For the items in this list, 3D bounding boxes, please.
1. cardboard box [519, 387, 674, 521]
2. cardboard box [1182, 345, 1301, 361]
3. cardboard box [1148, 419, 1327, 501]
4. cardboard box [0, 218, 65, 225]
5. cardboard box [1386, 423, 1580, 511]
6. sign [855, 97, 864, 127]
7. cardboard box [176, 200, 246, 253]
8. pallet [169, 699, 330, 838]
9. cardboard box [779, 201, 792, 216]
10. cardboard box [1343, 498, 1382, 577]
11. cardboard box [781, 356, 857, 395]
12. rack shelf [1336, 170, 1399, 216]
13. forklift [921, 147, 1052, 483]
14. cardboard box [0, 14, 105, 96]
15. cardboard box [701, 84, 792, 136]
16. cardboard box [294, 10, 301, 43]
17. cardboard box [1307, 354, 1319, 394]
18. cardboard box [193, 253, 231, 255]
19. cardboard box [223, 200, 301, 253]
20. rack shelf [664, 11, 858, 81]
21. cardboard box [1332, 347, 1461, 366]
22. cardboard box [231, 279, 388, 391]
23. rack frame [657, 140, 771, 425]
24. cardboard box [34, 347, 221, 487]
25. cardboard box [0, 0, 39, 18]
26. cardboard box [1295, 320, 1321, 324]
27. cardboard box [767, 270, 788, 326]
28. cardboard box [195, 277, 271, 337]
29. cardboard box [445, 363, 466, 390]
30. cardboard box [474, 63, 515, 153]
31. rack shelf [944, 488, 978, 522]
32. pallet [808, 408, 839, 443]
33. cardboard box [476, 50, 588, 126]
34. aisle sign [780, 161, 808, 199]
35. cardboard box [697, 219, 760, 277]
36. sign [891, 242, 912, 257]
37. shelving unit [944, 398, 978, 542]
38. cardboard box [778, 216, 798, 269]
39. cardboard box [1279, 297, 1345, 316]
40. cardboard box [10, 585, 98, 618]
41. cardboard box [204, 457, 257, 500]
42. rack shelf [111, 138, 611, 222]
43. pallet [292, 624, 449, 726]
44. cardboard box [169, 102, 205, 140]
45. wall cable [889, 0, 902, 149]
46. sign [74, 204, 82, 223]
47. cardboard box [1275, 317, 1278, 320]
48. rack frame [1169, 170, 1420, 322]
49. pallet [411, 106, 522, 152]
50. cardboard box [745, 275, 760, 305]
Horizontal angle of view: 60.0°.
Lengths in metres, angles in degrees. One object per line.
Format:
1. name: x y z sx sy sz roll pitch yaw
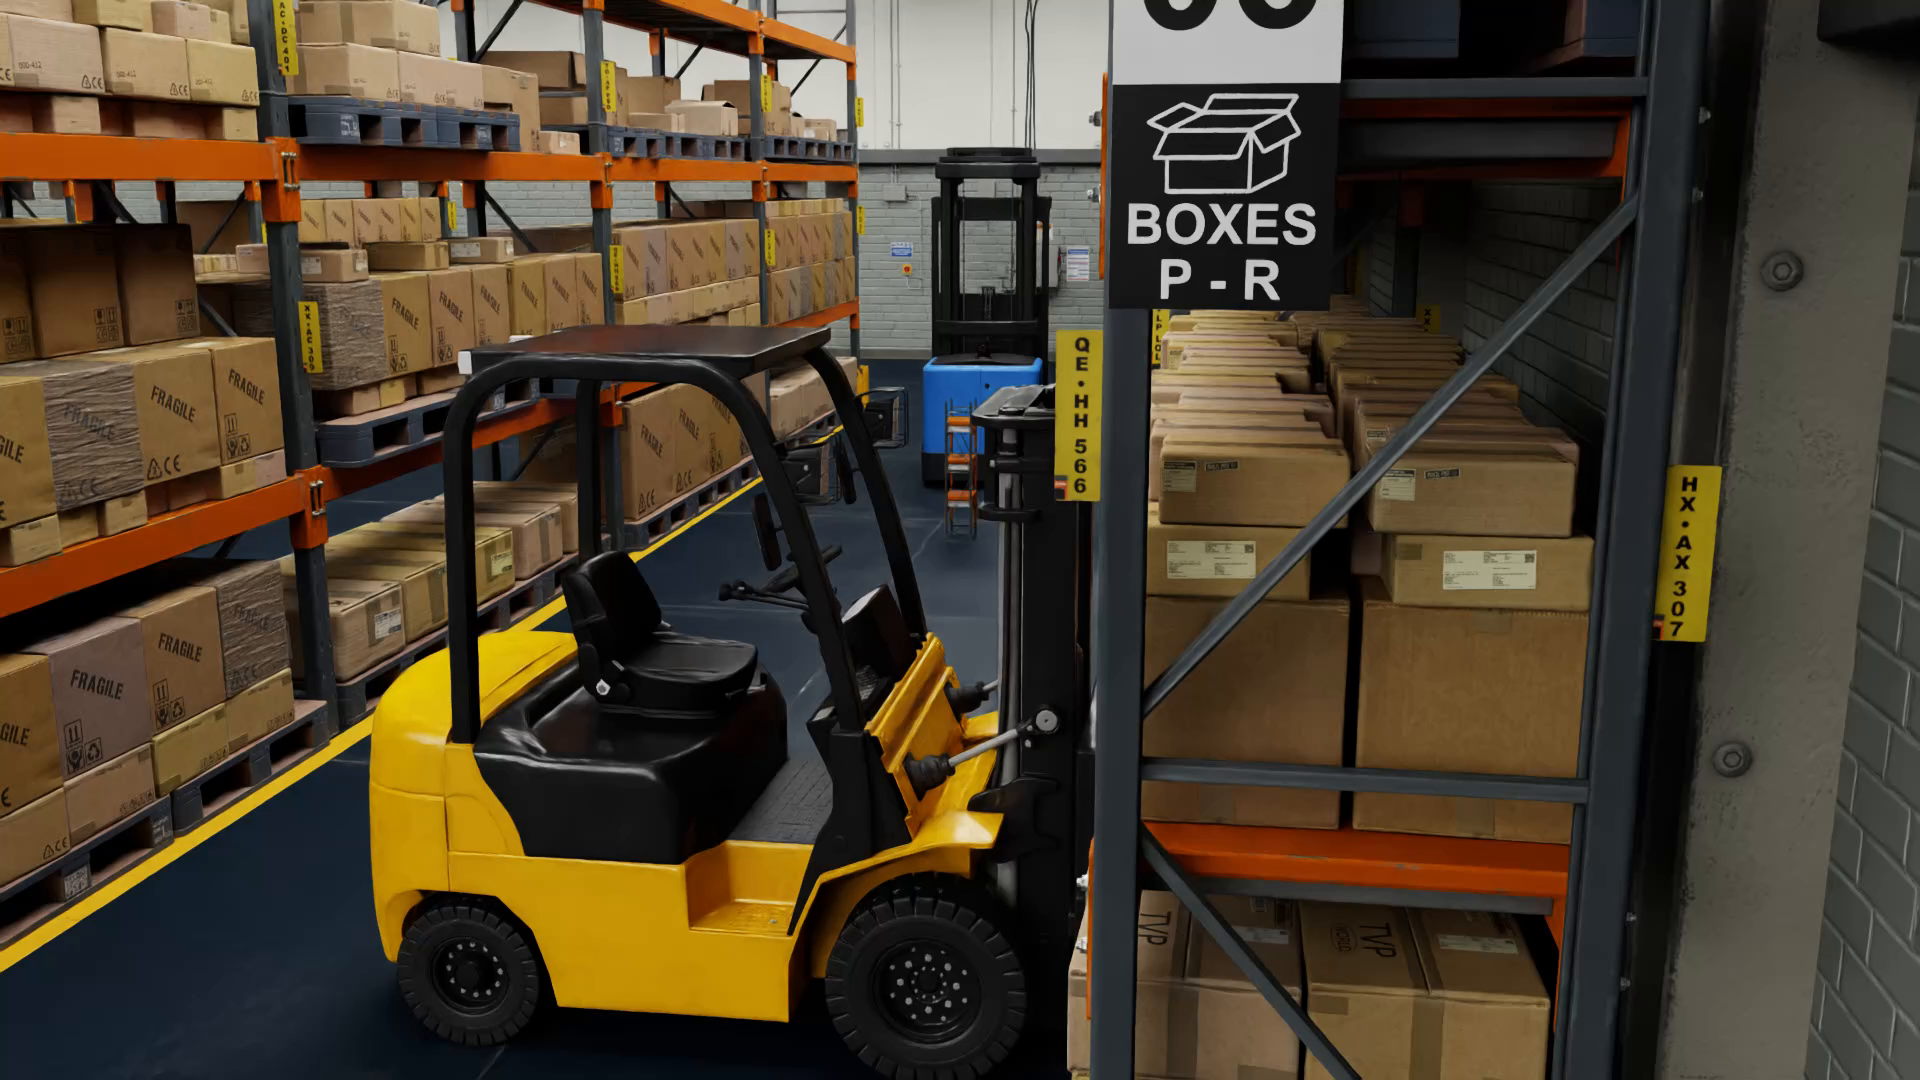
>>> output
1. cardboard box: -2.722 -0.665 12.506 0.875 0.875 0.875 2 12 8
2. cardboard box: 0.918 -0.549 5.436 0.380 0.149 0.250 2 12 8
3. cardboard box: 0.618 -0.177 3.712 0.380 0.149 0.250 2 12 9
4. cardboard box: -11.288 -3.673 20.284 0.500 0.500 0.500 2 12 9
5. cardboard box: 1.130 -0.160 3.631 0.380 0.149 0.250 2 12 11
6. sign: -1.146 -4.863 18.903 0.100 0.325 0.005 2 12 9
7. cardboard box: -7.397 -3.119 16.529 0.500 0.500 0.500 1 12 7
8. pallet: -3.594 0.979 7.448 1.003 0.211 1.213 2 12 9
9. cardboard box: -1.870 -3.260 16.351 0.380 0.149 0.250 2 12 8
10. cardboard box: 1.048 -0.014 3.659 0.380 0.149 0.250 2 12 9
11. cardboard box: -1.683 -1.835 18.972 0.875 0.438 0.875 1 12 7
12. rack shelf: 1.687 -1.896 8.757 1.077 0.370 4.000 2 12 9
13. forklift: 0.302 -2.197 15.731 1.130 2.935 3.031 1 12 5
14. cardboard box: -3.497 -1.752 6.031 0.500 0.250 0.500 2 12 8
15. cardboard box: -2.120 -4.243 16.461 0.797 0.503 0.637 3 12 13
16. cardboard box: -3.427 -2.705 8.979 0.500 0.250 0.500 2 12 10
17. cardboard box: 1.584 -0.655 6.637 0.380 0.149 0.250 2 12 8
18. cardboard box: -7.407 -2.633 16.650 0.500 0.500 0.500 2 12 9
19. cardboard box: -6.892 -3.098 16.434 0.500 0.500 0.500 2 12 10
20. rack shelf: -1.988 -4.992 16.953 1.077 0.370 4.000 2 12 9
21. cardboard box: 1.400 -0.534 5.369 0.380 0.149 0.250 2 12 8
22. cardboard box: -3.170 -1.013 8.132 0.500 0.500 0.500 2 12 10
23. rack frame: -2.295 -2.190 15.535 1.000 3.000 0.127 2 12 9
24. cardboard box: -3.421 -0.511 6.801 0.500 0.500 0.500 2 12 11
25. cardboard box: -3.492 -1.913 5.832 0.380 0.149 0.250 2 12 9
26. cardboard box: 1.860 -1.008 8.273 0.380 0.149 0.250 2 12 9
27. cardboard box: -1.964 -2.328 15.939 0.500 0.500 0.500 2 12 11
28. cardboard box: -3.681 -1.028 8.203 0.500 0.500 0.500 2 12 8
29. cardboard box: -2.993 -0.929 9.282 0.380 0.149 0.250 2 12 9
30. cardboard box: -3.117 -2.556 9.867 0.797 0.503 0.637 2 12 9
31. rack shelf: 0.008 -0.242 12.495 0.215 0.259 0.240 2 12 9
32. pallet: -1.916 -1.237 17.734 1.003 0.211 1.213 2 12 9
33. cardboard box: -3.002 -3.163 11.687 0.797 0.503 0.637 1 12 5
34. aisle sign: -1.956 -4.318 19.238 0.394 0.787 0.004 2 12 9
35. cardboard box: -2.116 -2.627 14.950 0.500 0.500 0.500 2 12 10
36. sign: -0.874 -4.344 24.887 0.327 0.218 0.001 2 12 9
37. shelving unit: 0.008 -0.524 12.434 0.215 1.050 0.252 2 12 9
38. cardboard box: -1.899 -2.924 16.330 0.500 0.500 0.500 2 12 8
39. cardboard box: 2.115 -1.379 9.995 0.380 0.149 0.250 2 12 9
40. cardboard box: -3.954 0.473 6.926 0.500 0.500 0.500 2 12 11
41. cardboard box: -3.306 -0.273 7.236 0.380 0.149 0.250 2 12 10
42. rack shelf: -3.218 -2.056 9.500 1.077 0.370 4.000 2 12 9
43. pallet: -3.407 0.676 8.854 1.003 0.211 1.213 2 12 9
44. cardboard box: -3.399 -1.743 6.937 0.380 0.149 0.250 2 12 9
45. wall cable: -1.084 -7.149 24.304 0.463 3.000 0.029 2 12 9
46. sign: -10.938 -4.005 20.647 0.100 0.325 0.005 2 12 9
47. cardboard box: 2.200 -1.266 10.417 0.500 0.250 0.500 2 12 10
48. rack frame: 1.379 -0.365 7.065 1.000 3.000 0.127 2 12 9
49. pallet: -3.169 -2.240 9.094 1.213 0.211 1.003 2 12 9
50. cardboard box: -2.123 -2.261 15.036 0.500 0.250 0.500 2 12 9
